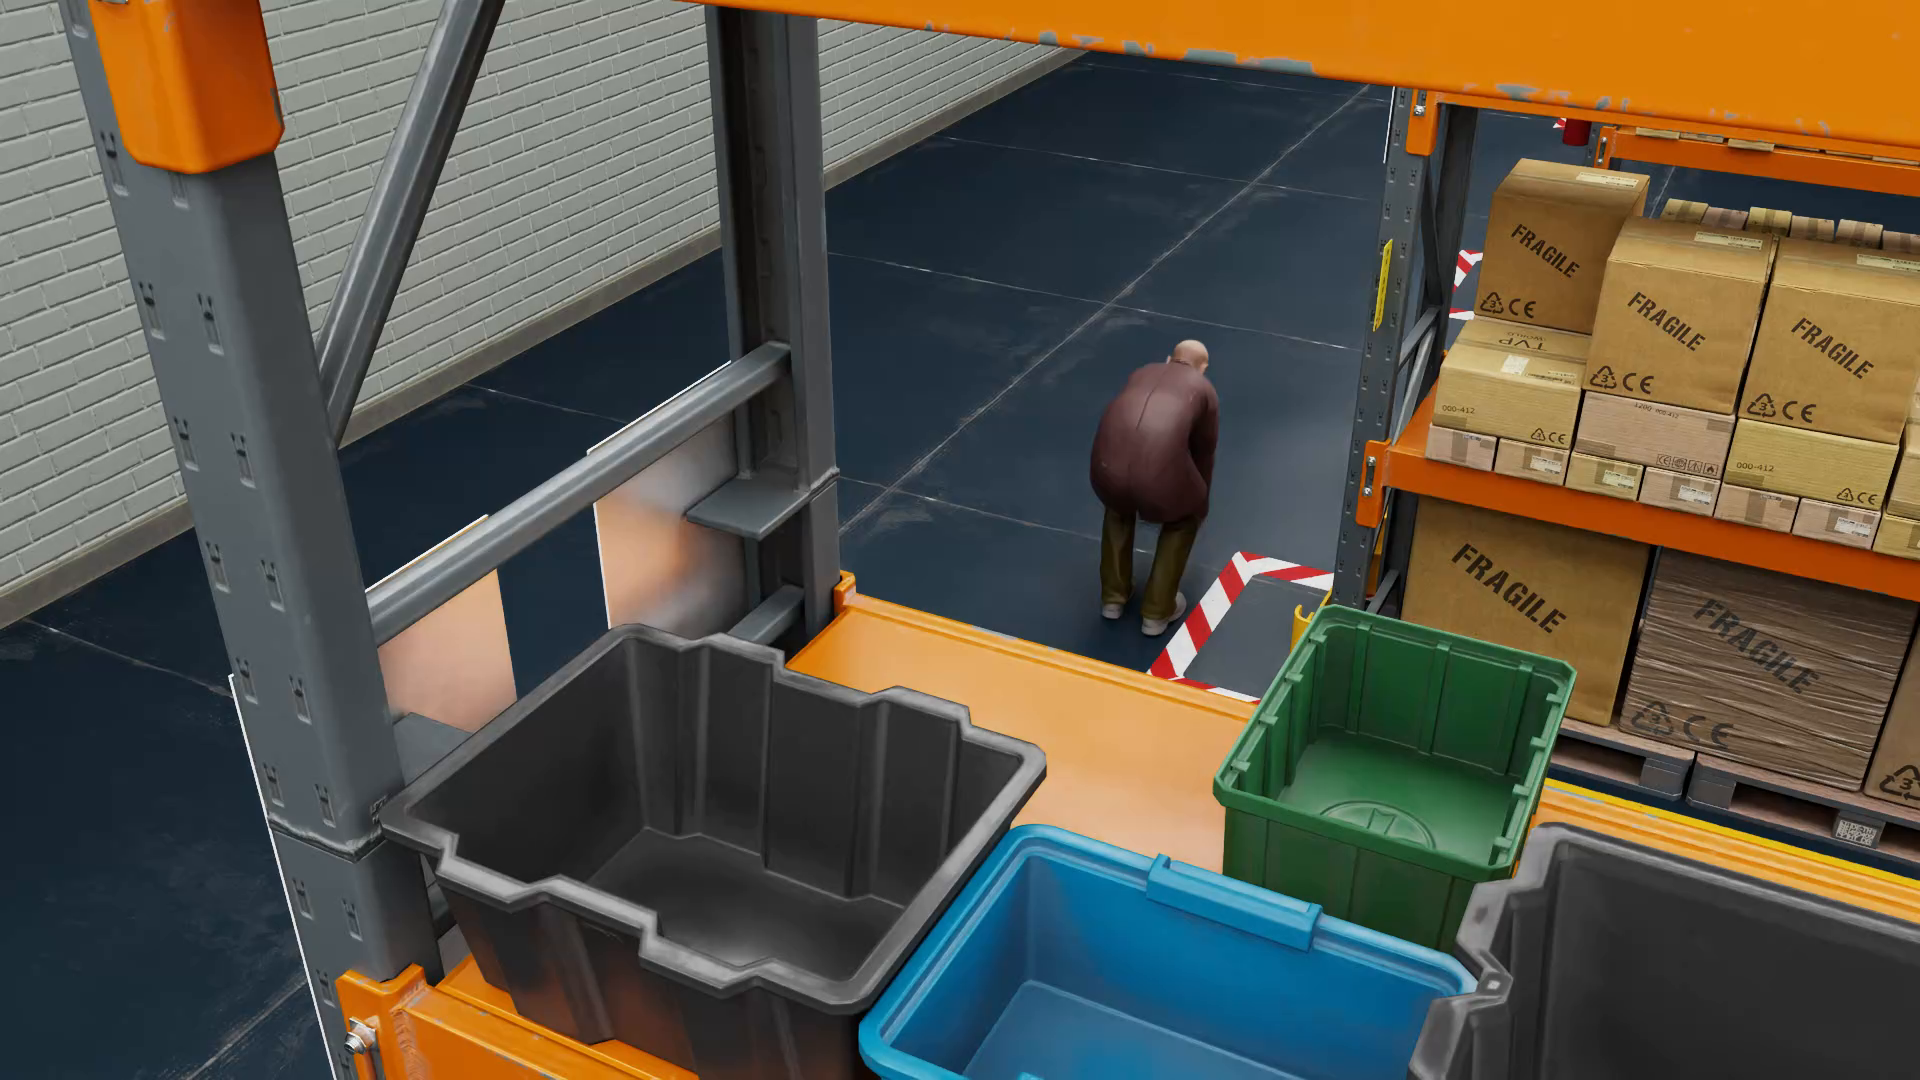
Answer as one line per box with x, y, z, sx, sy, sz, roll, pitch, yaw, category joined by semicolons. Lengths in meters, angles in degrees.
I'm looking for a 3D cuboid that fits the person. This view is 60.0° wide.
0.931;-0.251;7.716;0.558;1.155;0.945;13;32;22;person
